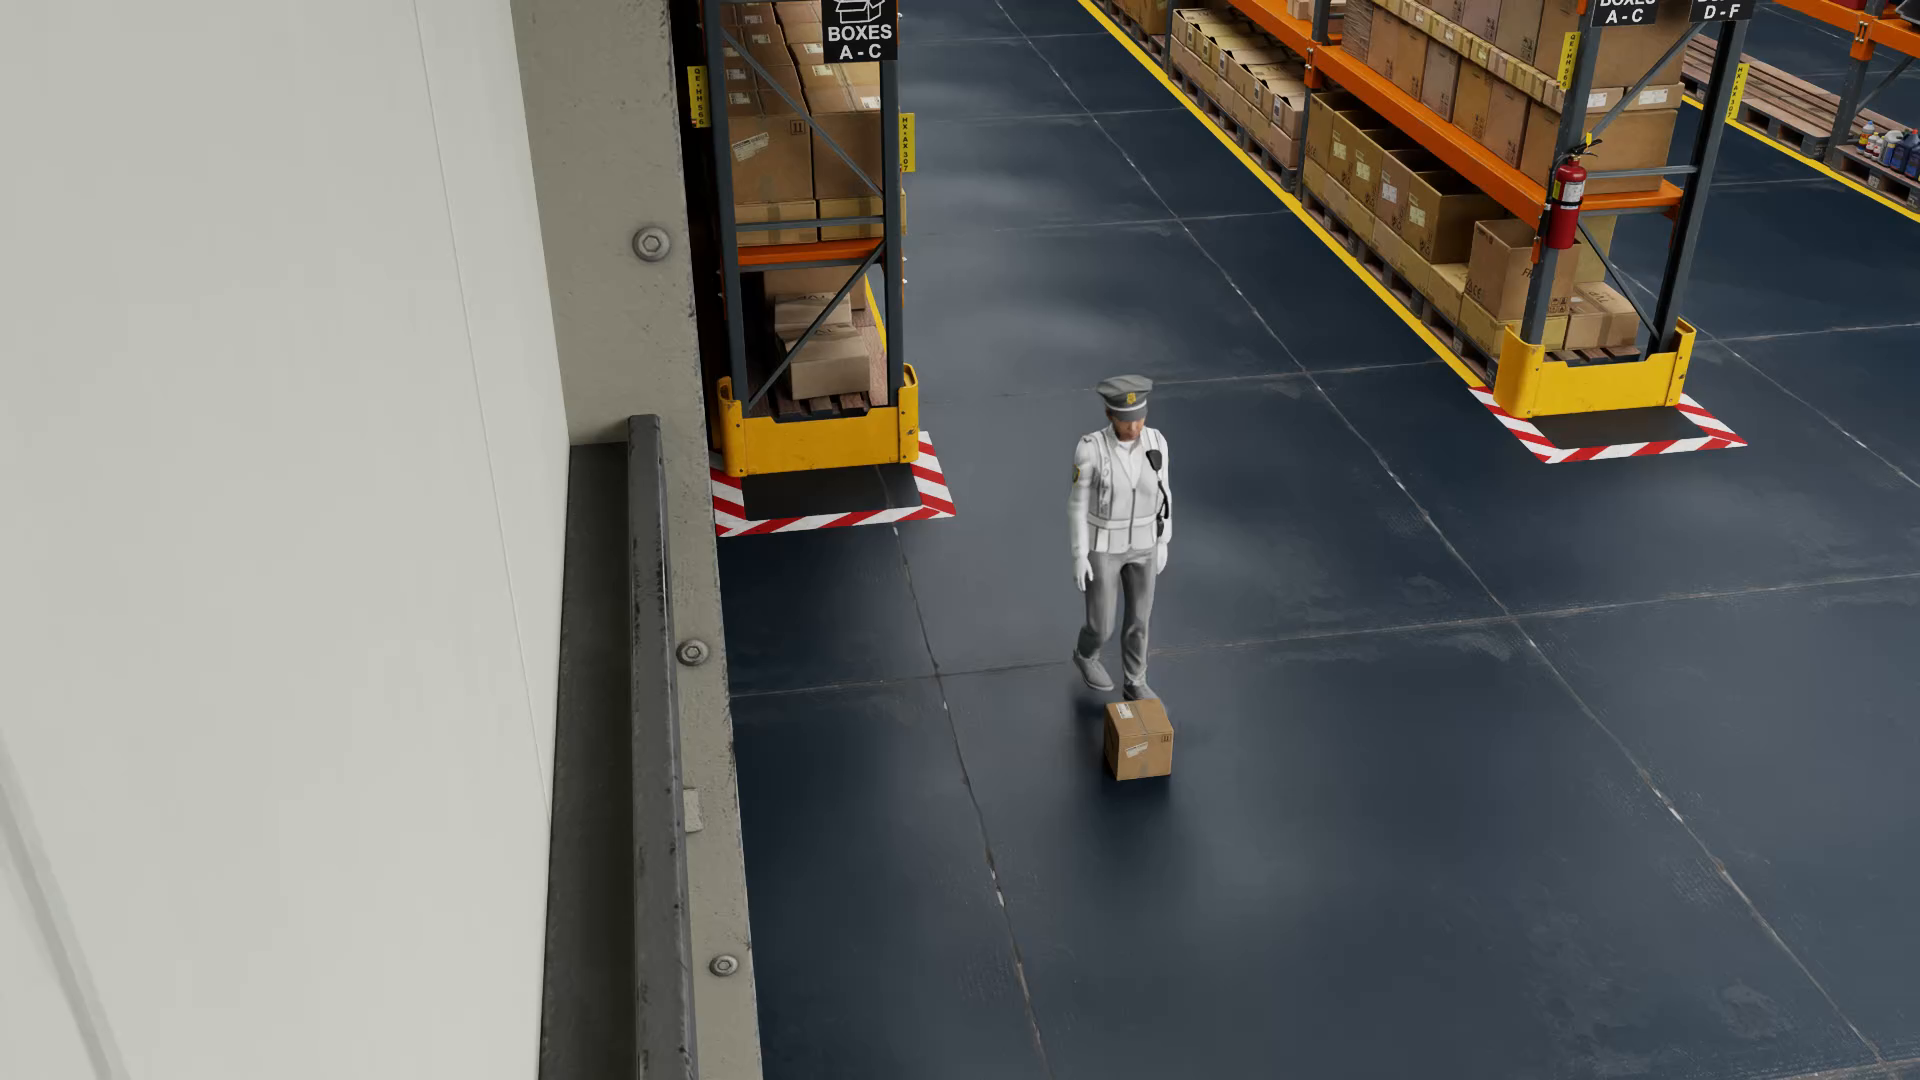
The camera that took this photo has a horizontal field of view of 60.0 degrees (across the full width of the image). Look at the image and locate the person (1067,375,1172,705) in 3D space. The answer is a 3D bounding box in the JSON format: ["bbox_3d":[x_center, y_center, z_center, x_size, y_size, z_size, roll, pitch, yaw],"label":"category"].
[{"bbox_3d":[0.732,0.037,7.536,0.503,1.663,0.461,-9,32,-15],"label":"person"}]
